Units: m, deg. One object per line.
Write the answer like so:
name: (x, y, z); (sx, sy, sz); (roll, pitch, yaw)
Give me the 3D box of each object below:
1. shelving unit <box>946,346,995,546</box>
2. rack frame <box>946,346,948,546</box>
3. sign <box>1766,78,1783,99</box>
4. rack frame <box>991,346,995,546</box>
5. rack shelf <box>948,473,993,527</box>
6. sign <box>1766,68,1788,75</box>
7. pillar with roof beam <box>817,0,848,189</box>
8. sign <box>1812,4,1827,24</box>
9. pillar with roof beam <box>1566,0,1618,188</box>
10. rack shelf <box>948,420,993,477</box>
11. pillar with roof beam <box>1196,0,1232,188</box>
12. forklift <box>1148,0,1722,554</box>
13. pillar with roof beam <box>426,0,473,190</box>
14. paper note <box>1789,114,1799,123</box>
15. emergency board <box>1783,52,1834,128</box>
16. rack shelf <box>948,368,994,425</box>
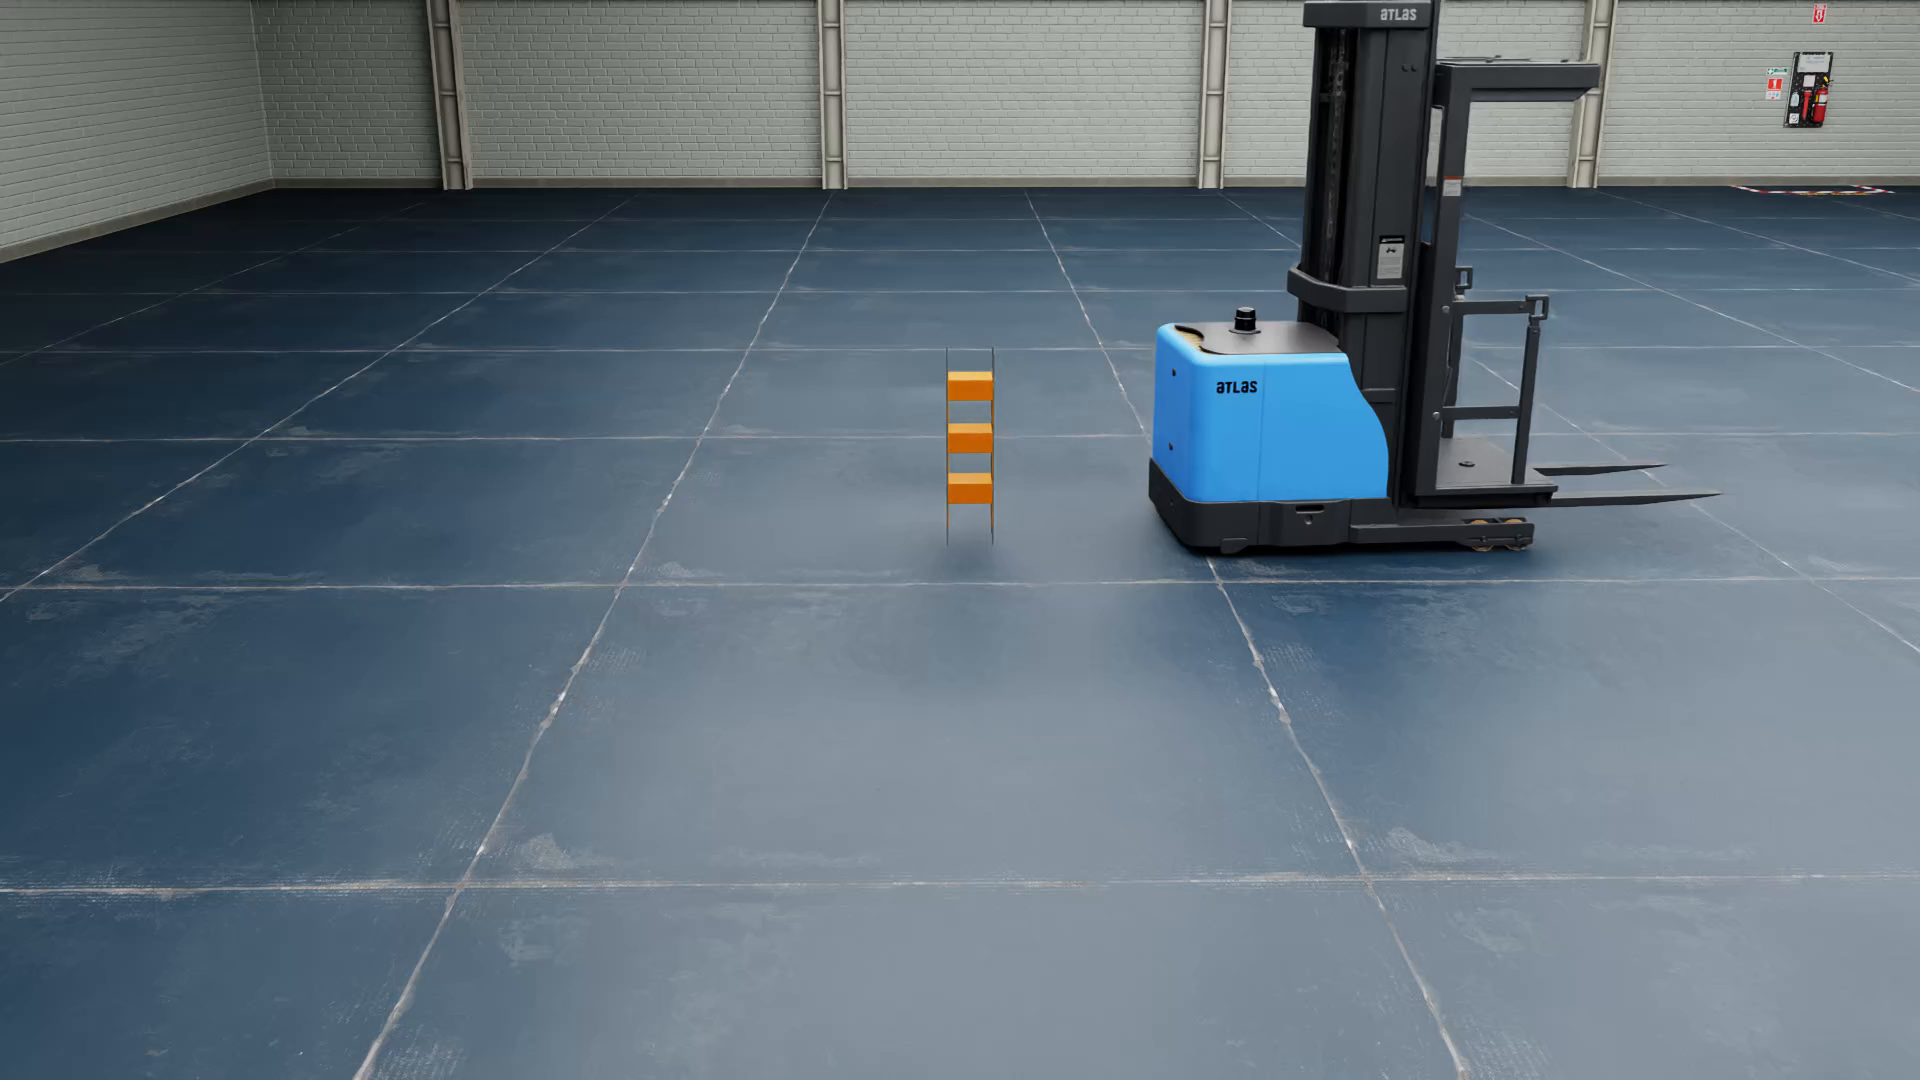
shelving unit: (0.053, -0.500, 8.888); (0.252, 1.050, 0.215); (0, 18, -1)
rack frame: (-0.068, -0.500, 8.886); (0.008, 1.050, 0.200); (0, 18, -1)
sign: (12.976, -7.193, 26.500); (0.234, 0.329, 0.001); (0, 18, -1)
rack frame: (0.175, -0.501, 8.890); (0.008, 1.050, 0.200); (0, 18, -1)
rack shelf: (0.053, -0.225, 8.976); (0.240, 0.259, 0.215); (0, 18, -1)
sign: (12.981, -7.442, 26.411); (0.331, 0.109, 0.001); (0, 18, -1)
pillar with roof beam: (-1.928, -8.602, 21.131); (0.400, 9.000, 9.100); (0, 18, -1)
sign: (13.521, -8.281, 26.156); (0.199, 0.298, 0.001); (0, 18, -1)
pillar with roof beam: (10.071, -8.660, 21.311); (0.400, 9.000, 9.100); (0, 18, -1)
rack shelf: (0.053, -0.490, 8.891); (0.240, 0.259, 0.215); (0, 18, -1)
pillar with roof beam: (4.072, -8.631, 21.221); (0.400, 9.000, 9.100); (0, 18, -1)
forklift: (2.636, -1.493, 8.903); (3.031, 2.935, 1.130); (-2, 18, -6)
pillar with roof beam: (-7.927, -8.573, 21.041); (0.400, 9.000, 9.100); (0, 18, -1)
paper note: (13.352, -6.748, 26.613); (0.142, 0.148, 0.016); (0, 18, -1)
emergency board: (13.531, -7.147, 26.416); (0.643, 1.169, 0.194); (0, 18, -1)
rack shelf: (0.053, -0.760, 8.805); (0.240, 0.259, 0.215); (0, 18, -1)
